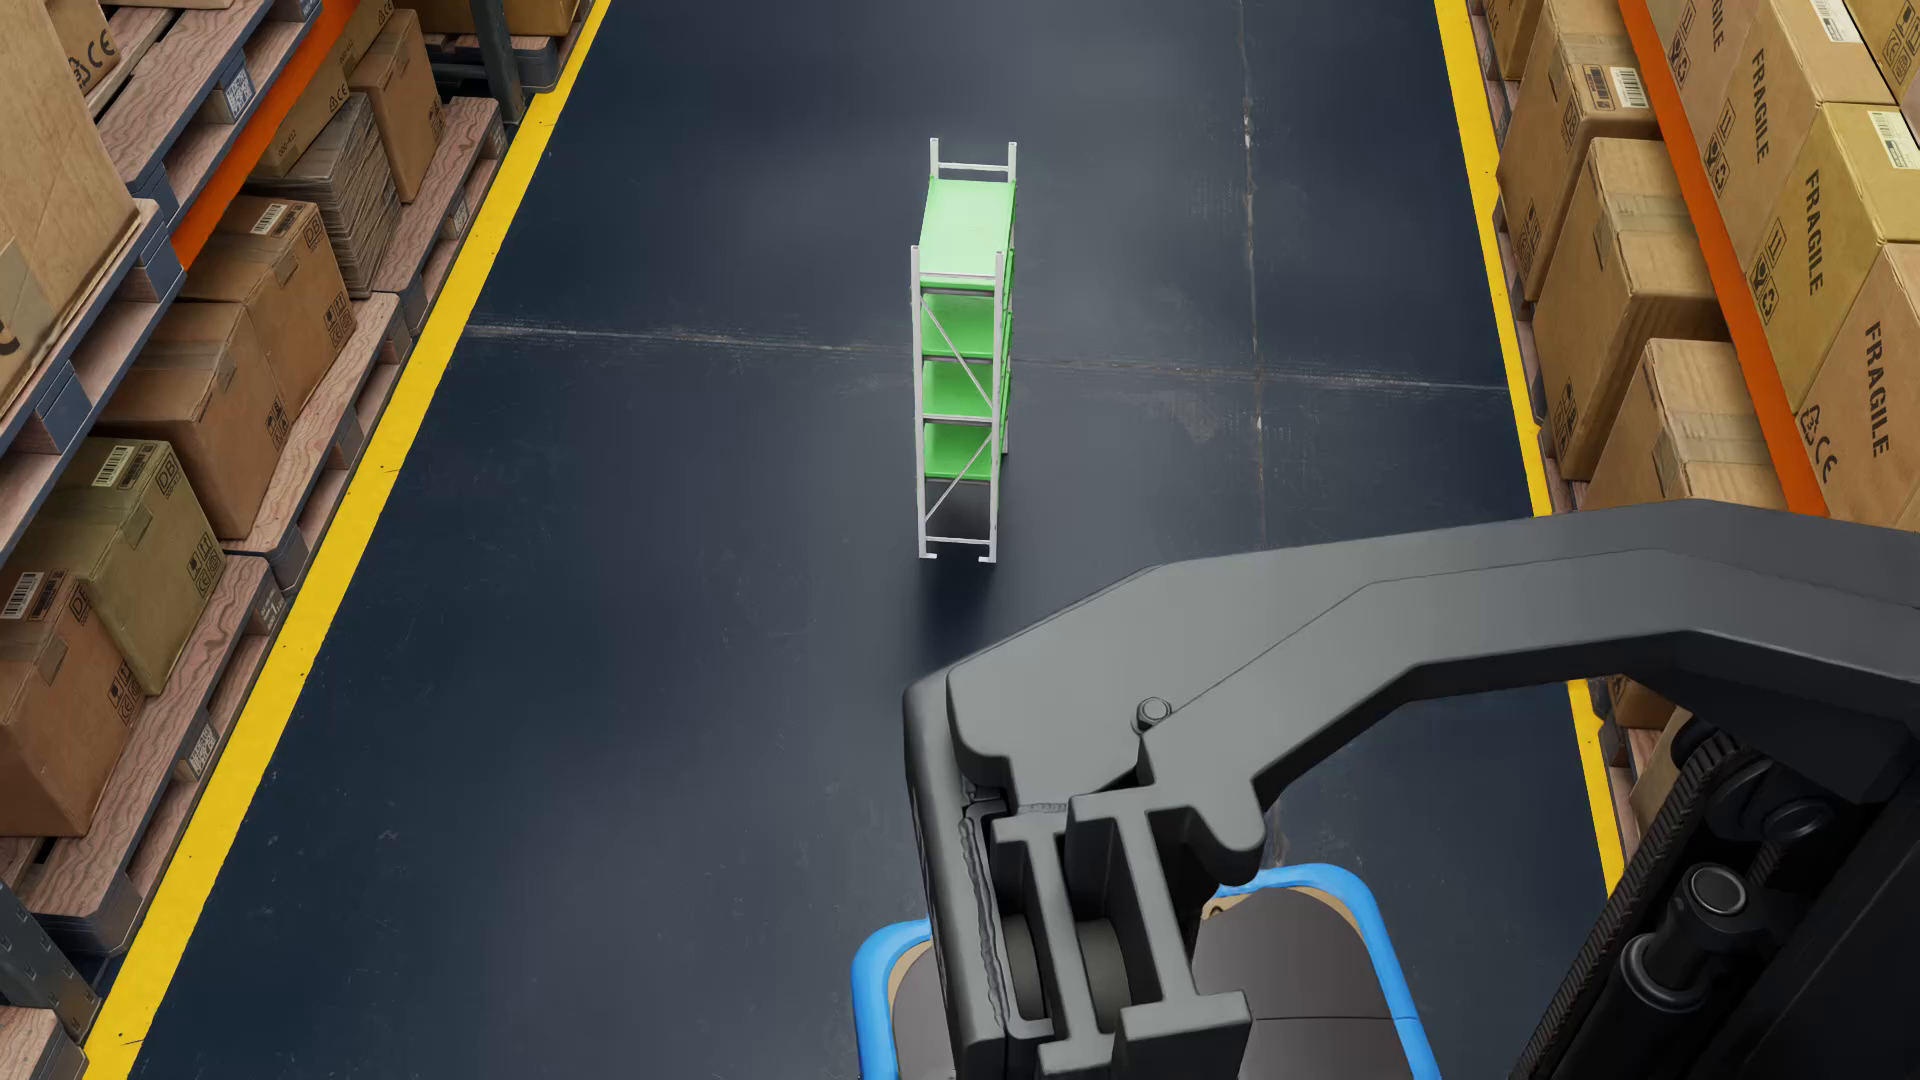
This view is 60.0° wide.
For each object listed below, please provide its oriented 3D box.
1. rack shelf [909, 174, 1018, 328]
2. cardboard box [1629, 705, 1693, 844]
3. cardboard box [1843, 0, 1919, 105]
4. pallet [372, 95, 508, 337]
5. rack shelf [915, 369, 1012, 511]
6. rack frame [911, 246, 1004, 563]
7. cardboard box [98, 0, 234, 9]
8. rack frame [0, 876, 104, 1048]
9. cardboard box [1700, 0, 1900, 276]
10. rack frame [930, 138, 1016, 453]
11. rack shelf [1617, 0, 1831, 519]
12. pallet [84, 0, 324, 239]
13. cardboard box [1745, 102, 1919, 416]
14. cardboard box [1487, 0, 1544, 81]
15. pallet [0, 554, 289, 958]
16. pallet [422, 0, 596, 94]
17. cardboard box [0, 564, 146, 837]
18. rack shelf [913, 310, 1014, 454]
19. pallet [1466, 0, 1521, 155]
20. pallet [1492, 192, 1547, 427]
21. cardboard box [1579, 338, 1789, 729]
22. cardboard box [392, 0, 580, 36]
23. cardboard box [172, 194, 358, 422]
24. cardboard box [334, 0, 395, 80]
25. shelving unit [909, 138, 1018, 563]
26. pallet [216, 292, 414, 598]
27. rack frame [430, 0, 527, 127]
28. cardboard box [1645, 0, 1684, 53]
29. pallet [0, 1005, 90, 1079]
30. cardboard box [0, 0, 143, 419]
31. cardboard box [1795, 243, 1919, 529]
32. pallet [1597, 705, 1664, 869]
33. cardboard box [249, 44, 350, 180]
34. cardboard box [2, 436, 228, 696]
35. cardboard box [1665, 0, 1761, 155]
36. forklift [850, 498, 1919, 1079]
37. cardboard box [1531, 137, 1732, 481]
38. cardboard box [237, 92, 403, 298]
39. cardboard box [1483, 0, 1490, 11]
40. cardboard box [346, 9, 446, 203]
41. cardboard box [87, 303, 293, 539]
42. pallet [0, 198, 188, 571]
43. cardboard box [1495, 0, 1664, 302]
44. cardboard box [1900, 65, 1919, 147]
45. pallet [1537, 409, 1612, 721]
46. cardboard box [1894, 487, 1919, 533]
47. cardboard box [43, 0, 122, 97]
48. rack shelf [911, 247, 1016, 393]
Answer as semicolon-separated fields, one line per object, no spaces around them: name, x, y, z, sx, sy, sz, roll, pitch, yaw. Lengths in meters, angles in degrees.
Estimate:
rack shelf;0.015;-0.807;4.611;0.258;0.148;0.480;4;48;4
cardboard box;2.238;0.724;3.795;1.050;0.750;0.750;4;48;3
cardboard box;2.449;-1.288;3.650;0.700;0.500;0.500;3;48;3
pallet;-2.368;-1.263;6.262;1.003;0.211;1.213;4;48;4
rack shelf;0.015;-0.321;5.143;0.258;0.148;0.480;4;48;4
rack frame;-0.007;-0.347;4.755;0.240;1.200;0.015;4;48;4
cardboard box;-2.178;-1.631;4.516;0.396;0.266;0.258;3;48;2
rack frame;-2.659;0.161;3.070;1.000;3.000;0.127;4;48;4
cardboard box;2.188;-0.982;4.048;0.500;0.500;0.500;3;48;3
rack frame;0.037;-0.706;5.083;0.240;1.200;0.015;4;48;4
rack shelf;2.453;-0.658;4.307;1.077;0.370;4.000;4;48;4
pallet;-2.434;-1.256;4.496;1.003;0.211;1.213;4;48;4
cardboard box;2.144;-0.609;3.706;0.500;0.500;0.500;4;48;4
cardboard box;2.435;-2.170;6.611;0.500;0.500;0.500;4;48;3
pallet;-2.590;0.530;4.622;1.003;0.211;1.213;4;48;4
pallet;-2.148;-2.411;7.313;1.003;0.211;1.213;4;48;4
cardboard box;-2.582;0.406;4.241;0.700;0.500;0.500;1;48;1
rack shelf;0.015;-0.483;4.966;0.258;0.148;0.480;4;48;4
pallet;2.708;-2.004;6.939;1.003;0.211;1.213;4;48;4
pallet;2.488;-0.855;5.889;1.003;0.211;1.213;4;48;4
cardboard box;2.329;0.016;4.443;1.050;0.750;0.750;4;48;4
cardboard box;-2.211;-2.709;6.850;1.225;0.875;0.875;2;48;2
cardboard box;-2.419;-0.764;5.312;0.700;0.500;0.500;7;48;7
cardboard box;-2.326;-1.842;5.790;0.500;0.250;0.500;6;48;5
shelving unit;0.015;-0.527;4.919;0.258;1.200;0.503;4;48;4
pallet;-2.481;-0.369;5.444;1.003;0.211;1.213;4;48;4
rack frame;-2.295;-2.778;5.758;1.000;3.000;0.127;4;48;4
cardboard box;2.282;-1.719;4.721;0.500;0.500;0.500;3;48;3
pallet;-2.685;1.598;3.645;1.003;0.211;1.213;4;48;4
cardboard box;-2.448;-0.758;3.219;1.000;1.000;1.000;4;48;4
cardboard box;2.098;-0.238;3.367;0.500;0.500;0.500;3;48;3
pallet;2.266;0.938;4.249;1.003;0.211;1.213;4;48;4
cardboard box;-2.364;-1.451;5.432;0.500;0.250;0.500;9;48;8
cardboard box;-2.520;0.057;4.561;0.700;0.500;0.500;4;48;3
cardboard box;2.236;-1.348;4.382;0.500;0.500;0.500;4;48;3
forklift;0.524;1.488;1.903;1.130;2.935;3.031;-7;48;-6
cardboard box;2.414;-0.669;5.069;1.050;0.750;0.750;5;48;4
cardboard box;-2.374;-1.181;5.693;0.700;0.500;0.500;0;48;0
cardboard box;2.486;-2.551;6.960;0.500;0.500;0.500;6;48;5
cardboard box;-2.336;-1.589;6.067;0.700;0.500;0.500;2;48;1
cardboard box;-2.469;-0.354;4.937;0.700;0.500;0.500;0;48;0
pallet;-2.445;-0.326;3.645;1.003;0.211;1.213;4;48;4
cardboard box;2.490;-1.312;5.657;1.050;0.750;0.750;3;48;3
cardboard box;2.401;-0.917;3.311;0.700;0.500;0.500;4;48;4
pallet;2.375;0.039;5.071;1.003;0.211;1.213;4;48;4
cardboard box;2.052;0.134;3.027;0.500;0.500;0.500;4;48;3
cardboard box;-2.593;-1.296;4.048;0.797;0.503;0.637;8;48;8
rack shelf;0.015;-0.645;4.789;0.258;0.148;0.480;4;48;4
